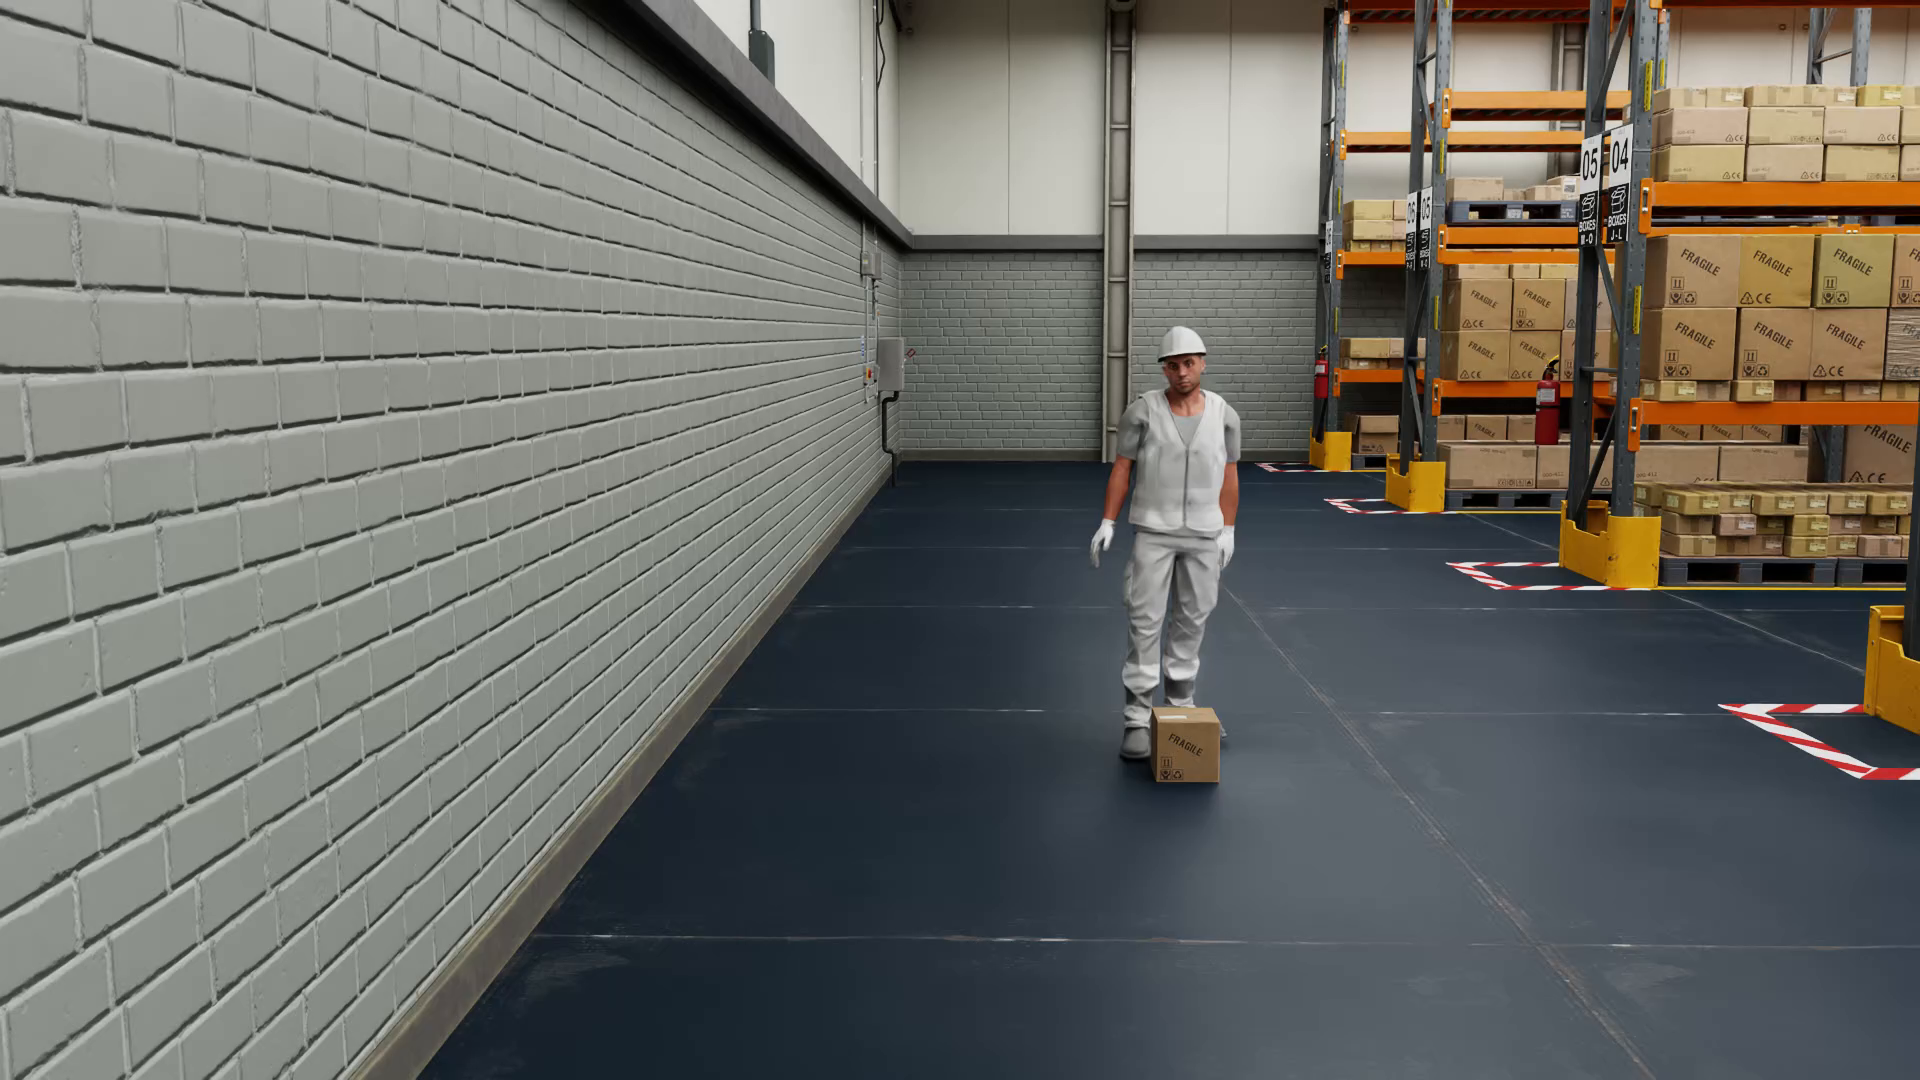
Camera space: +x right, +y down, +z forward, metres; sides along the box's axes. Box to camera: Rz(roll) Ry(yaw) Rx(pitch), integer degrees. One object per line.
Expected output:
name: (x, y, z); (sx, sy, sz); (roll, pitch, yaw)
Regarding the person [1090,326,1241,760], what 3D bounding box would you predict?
person: (0.888, -0.006, 7.051); (0.655, 1.789, 0.506); (-1, 7, -9)
